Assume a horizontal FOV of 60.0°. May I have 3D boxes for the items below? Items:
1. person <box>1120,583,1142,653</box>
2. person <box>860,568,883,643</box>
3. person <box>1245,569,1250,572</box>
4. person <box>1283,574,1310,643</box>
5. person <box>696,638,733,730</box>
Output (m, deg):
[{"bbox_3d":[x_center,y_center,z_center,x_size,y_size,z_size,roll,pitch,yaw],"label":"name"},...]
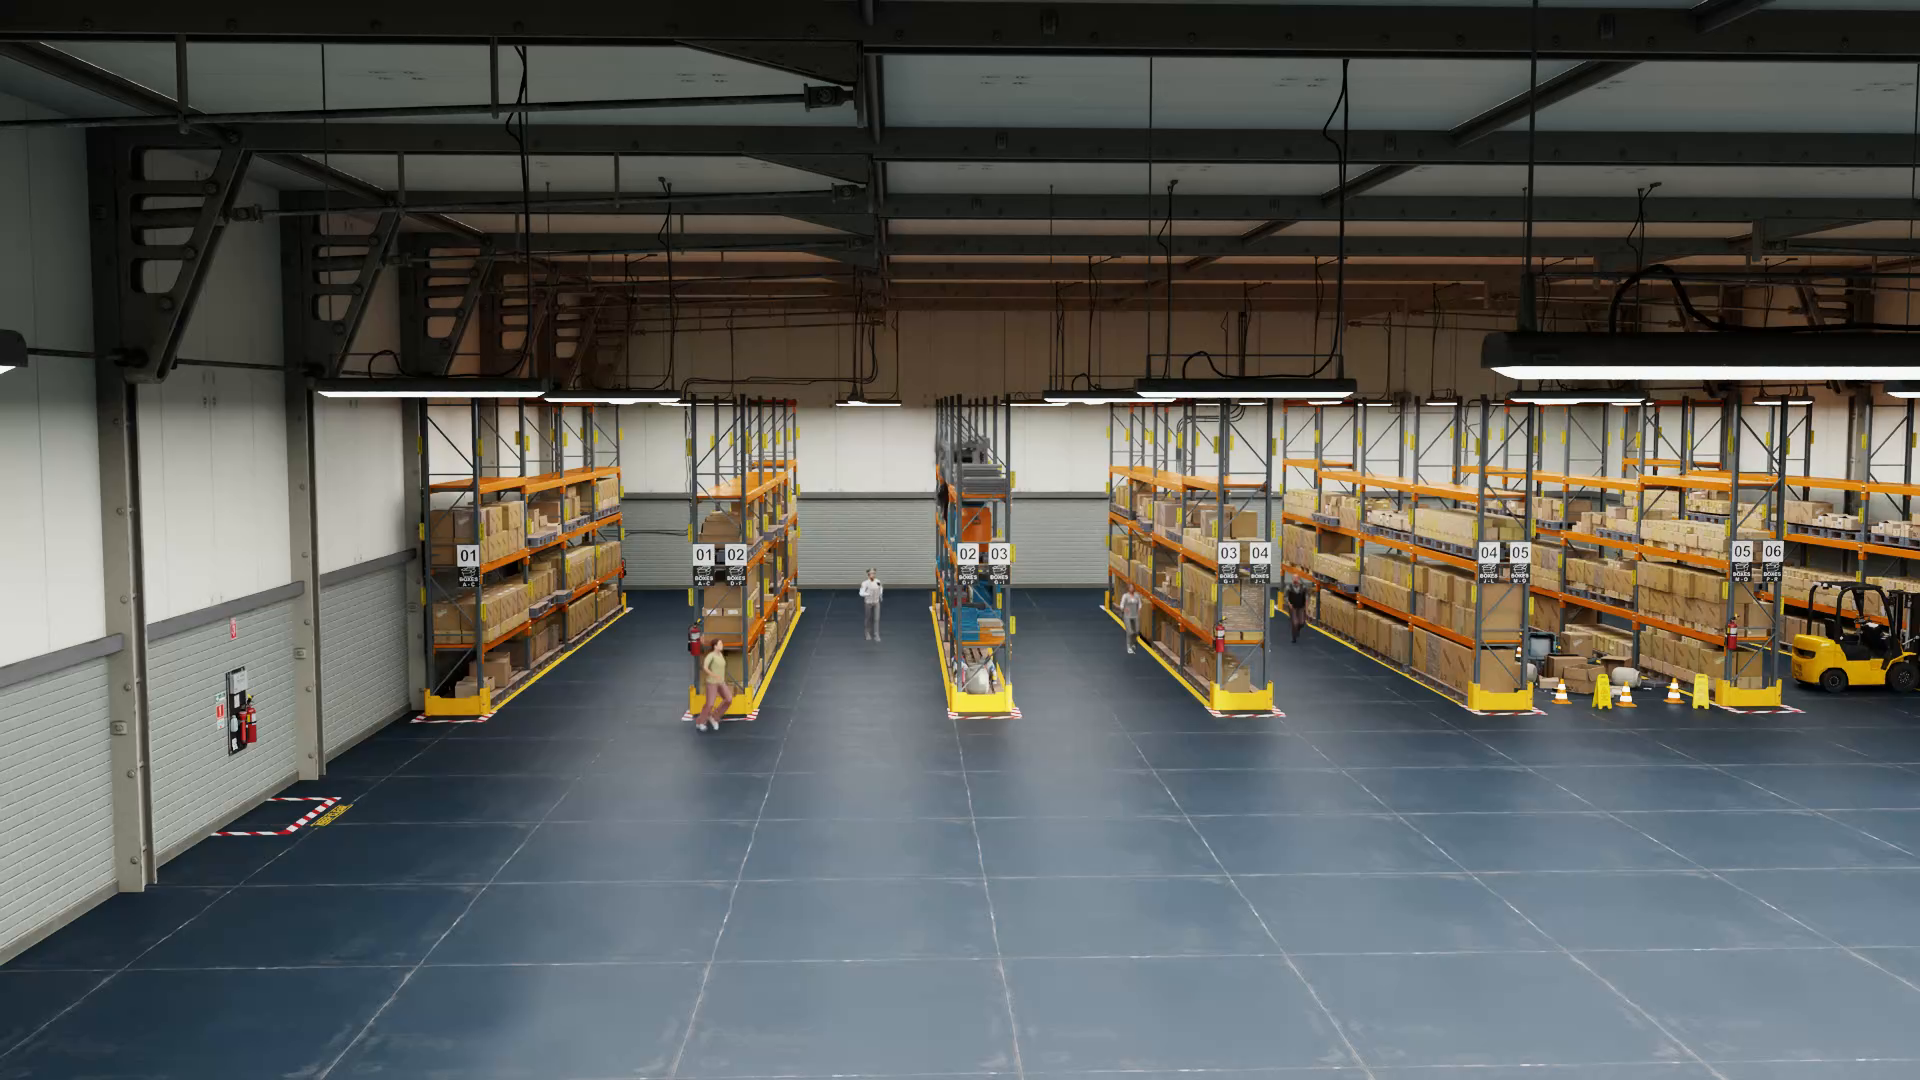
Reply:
[{"bbox_3d":[3.828,1.743,36.917,0.526,1.575,0.512,-1,5,-8],"label":"person"},{"bbox_3d":[-2.046,1.514,38.863,0.612,1.737,0.853,-1,5,-17],"label":"person"},{"bbox_3d":[7.955,1.304,46.134,0.587,1.615,0.565,0,4,2],"label":"person"},{"bbox_3d":[8.263,1.678,40.811,0.668,1.686,0.523,0,5,3],"label":"person"},{"bbox_3d":[-4.354,2.565,29.757,0.632,1.633,0.638,3,5,31],"label":"person"}]
